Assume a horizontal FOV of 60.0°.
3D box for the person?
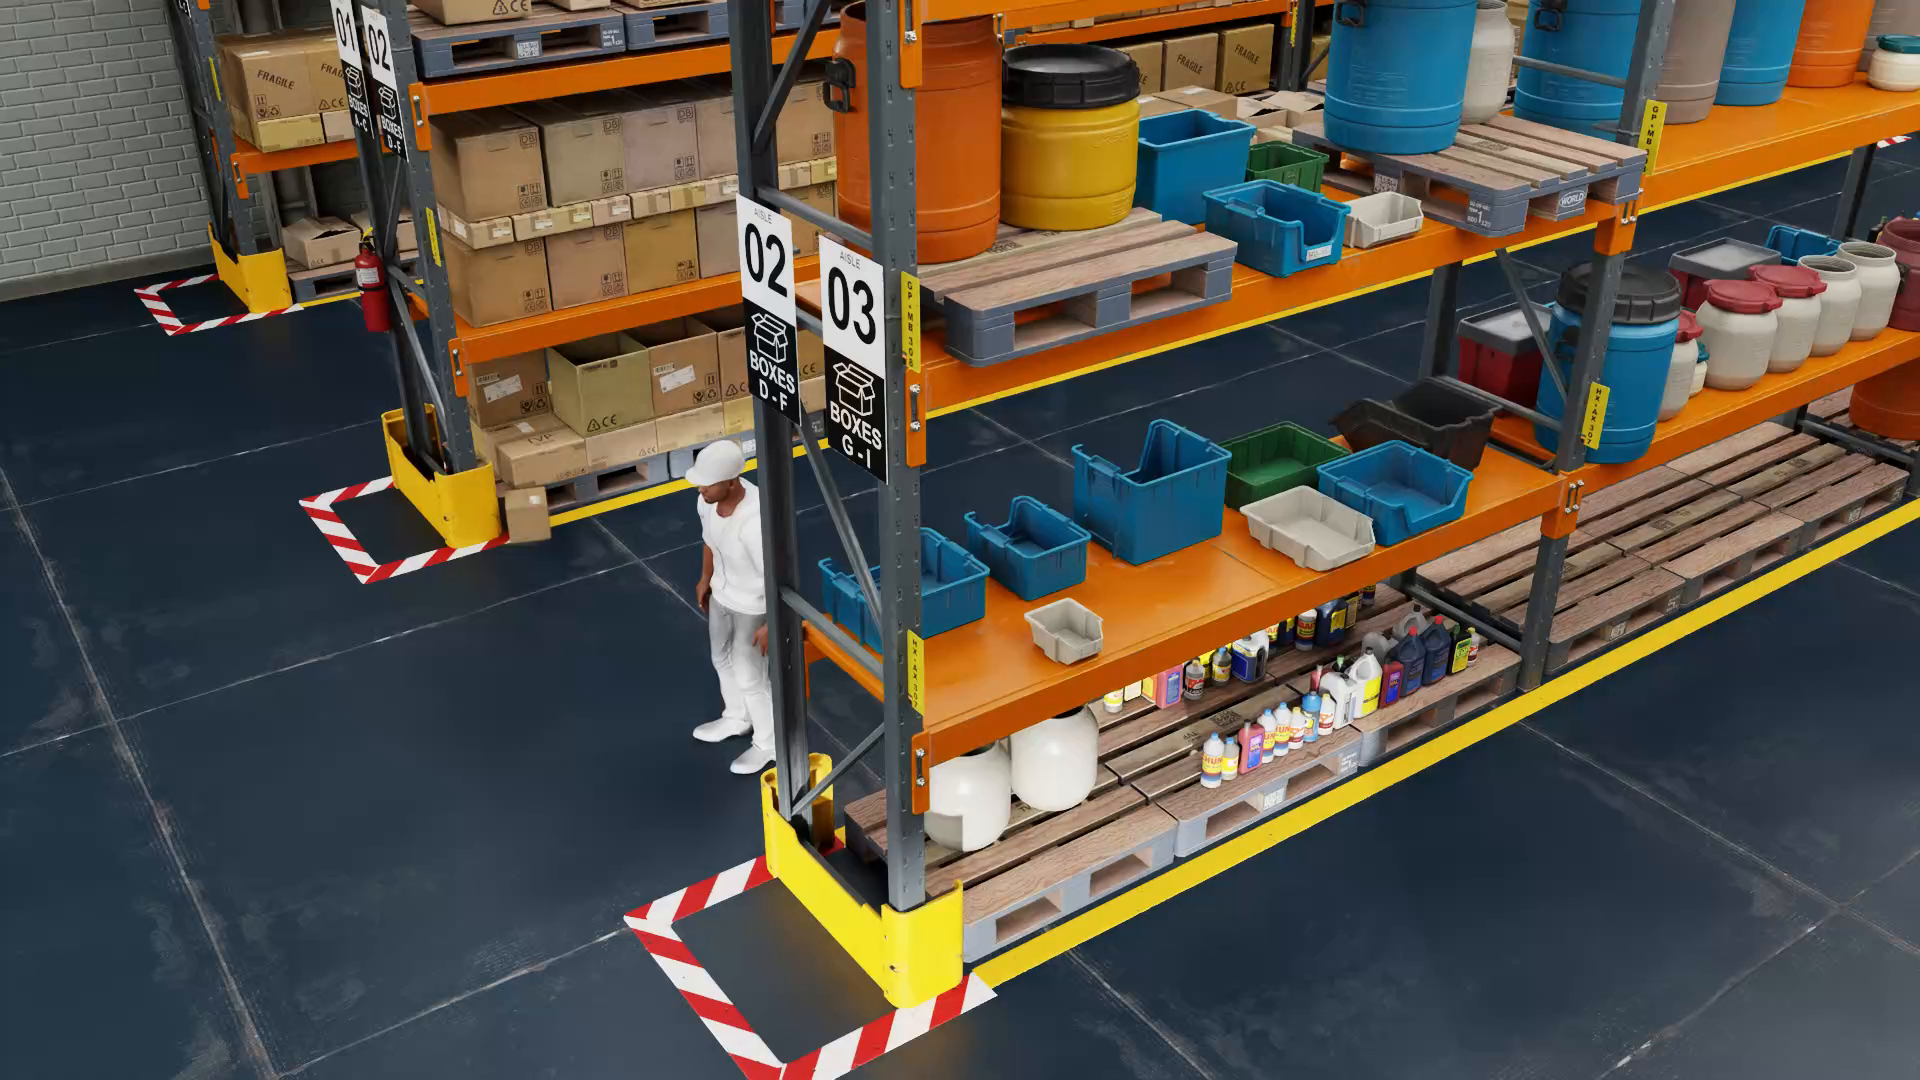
[{"bbox_3d":[-1.072,0.300,8.051,0.462,1.759,0.632,-21,35,-34],"label":"person"}]
